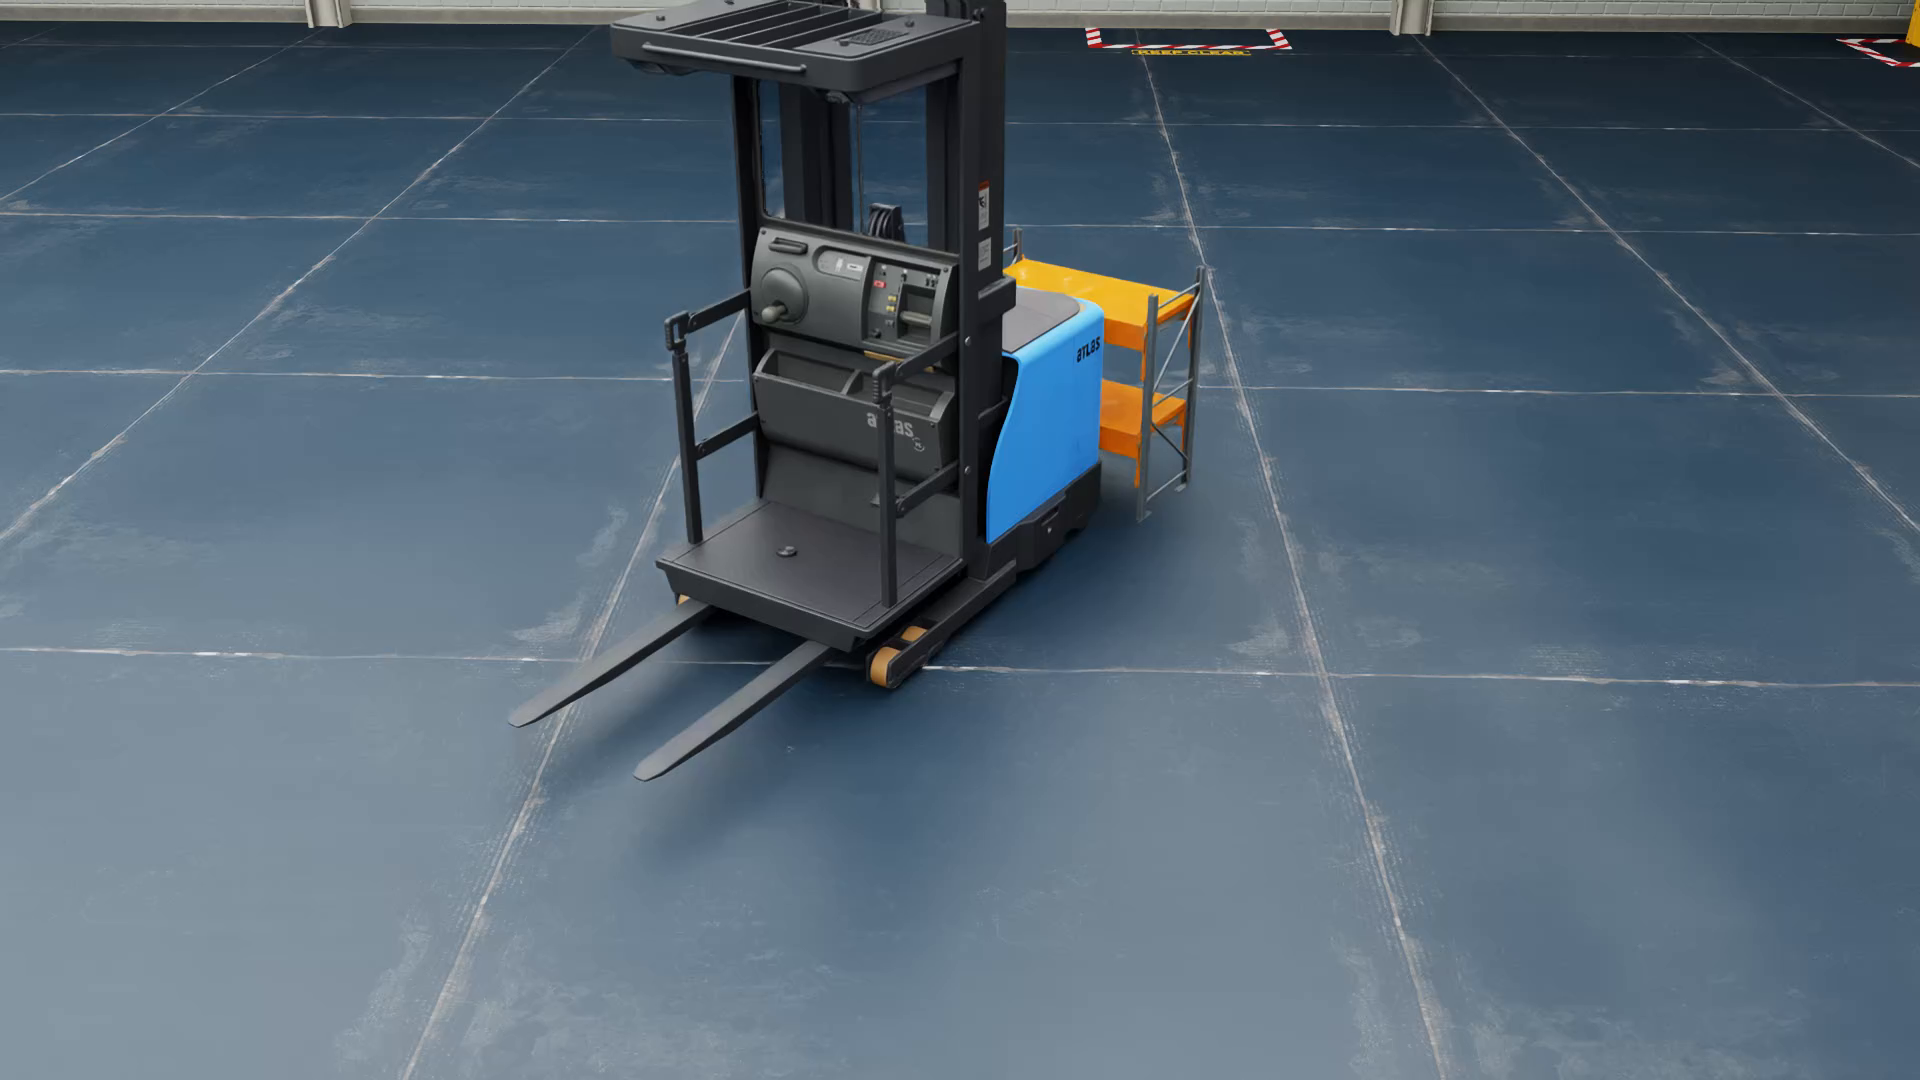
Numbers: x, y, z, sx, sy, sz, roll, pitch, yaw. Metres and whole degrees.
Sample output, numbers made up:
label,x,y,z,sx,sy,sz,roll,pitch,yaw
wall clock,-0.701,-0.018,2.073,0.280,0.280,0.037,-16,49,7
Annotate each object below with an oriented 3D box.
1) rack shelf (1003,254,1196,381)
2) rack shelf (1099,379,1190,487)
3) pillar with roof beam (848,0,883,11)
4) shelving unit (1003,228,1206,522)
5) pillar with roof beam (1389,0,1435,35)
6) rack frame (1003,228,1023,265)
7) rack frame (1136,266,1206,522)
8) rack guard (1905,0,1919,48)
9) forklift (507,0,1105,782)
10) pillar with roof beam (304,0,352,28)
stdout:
label,x,y,z,sx,sy,sz,roll,pitch,yaw
rack shelf,0.575,-1.078,7.959,1.000,0.278,0.538,18,33,30
rack shelf,0.575,-0.604,8.210,1.000,0.278,0.538,18,33,30
pillar with roof beam,-1.209,-7.638,12.550,0.400,9.000,9.100,1,28,2
shelving unit,0.575,-0.820,8.096,1.048,1.125,0.538,18,33,30
pillar with roof beam,4.788,-7.539,12.363,0.400,9.000,9.100,1,28,2
rack frame,0.157,-0.956,8.352,0.032,1.125,0.500,18,33,30
rack frame,0.992,-0.684,7.840,0.032,1.125,0.500,18,33,30
rack guard,10.282,-5.305,17.223,0.348,0.500,1.175,1,28,2
forklift,-0.550,-0.952,6.417,1.130,2.935,3.031,17,32,28
pillar with roof beam,-7.205,-7.737,12.737,0.400,9.000,9.100,1,28,2
